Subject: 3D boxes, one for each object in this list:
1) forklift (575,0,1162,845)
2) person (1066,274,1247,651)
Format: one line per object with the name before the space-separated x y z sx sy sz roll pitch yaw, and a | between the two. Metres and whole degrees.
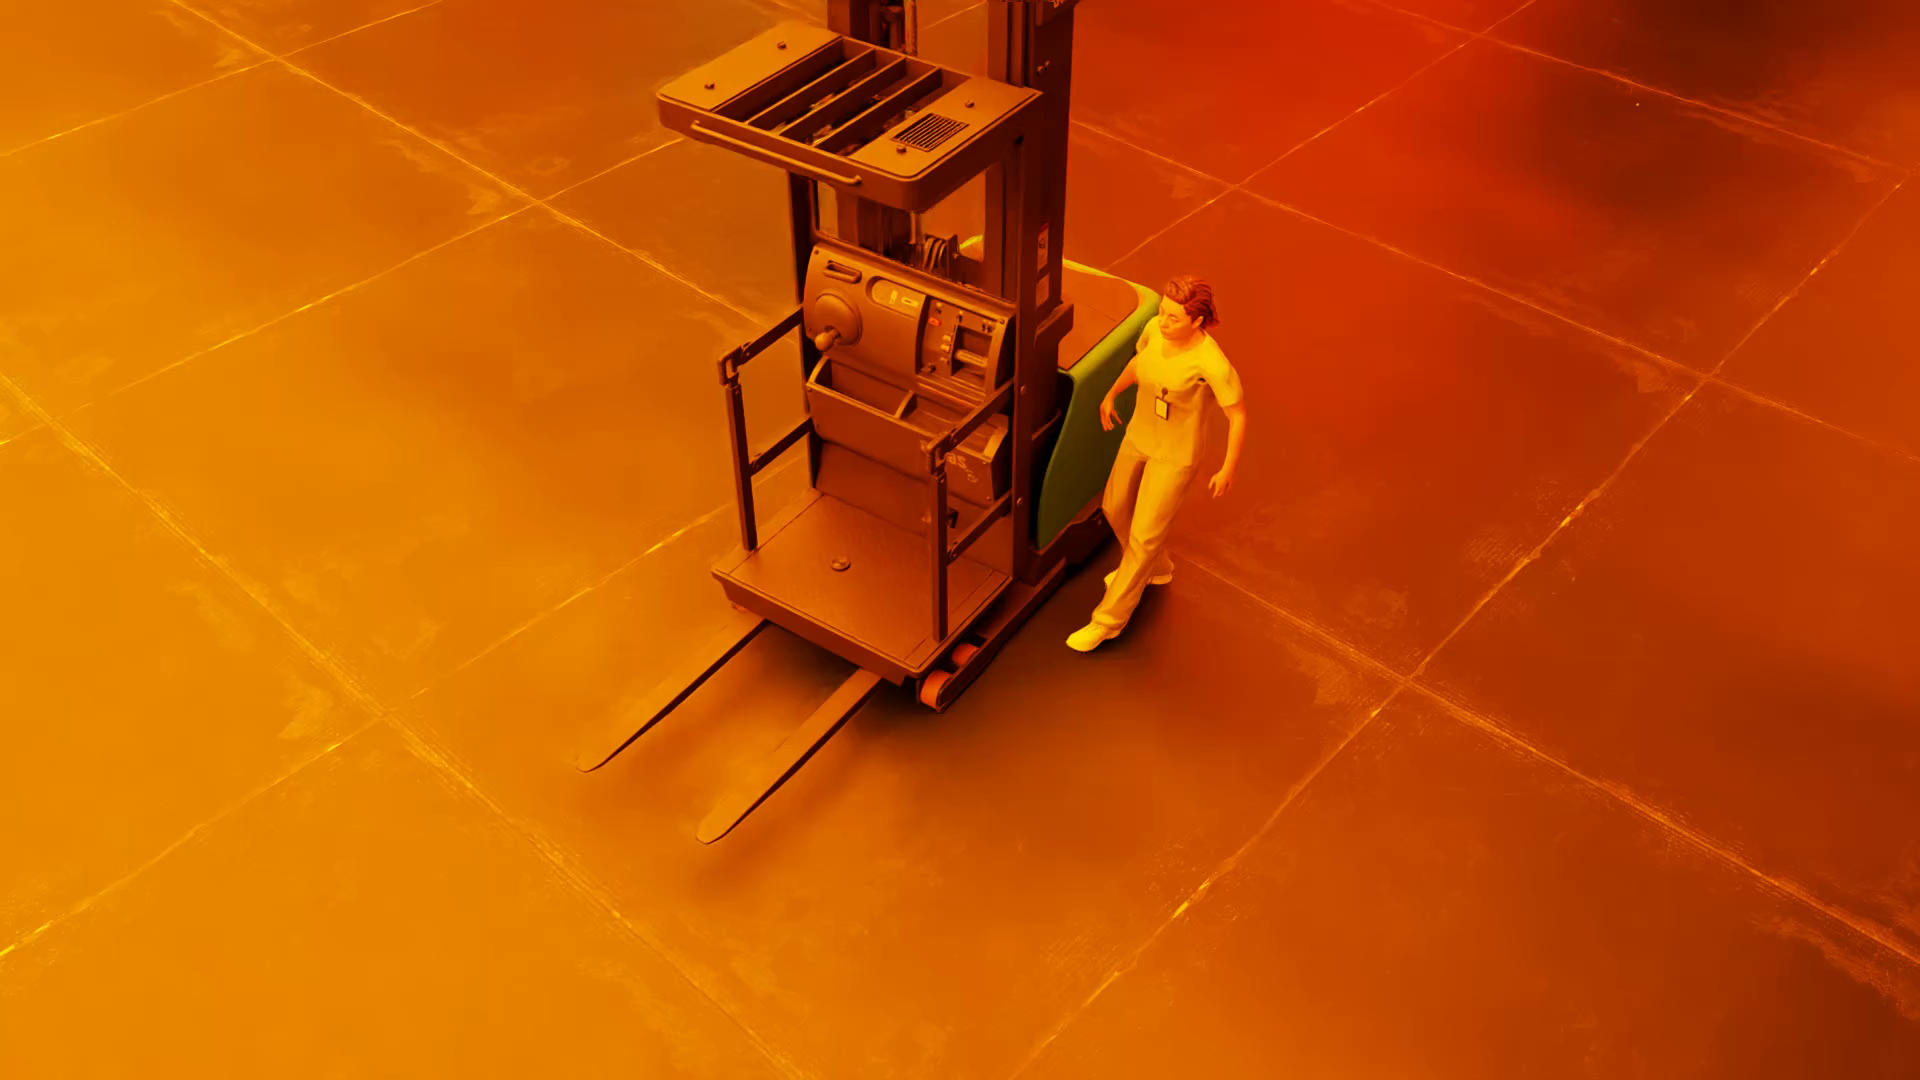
forklift | -0.338 -0.771 6.327 1.130 2.935 3.031 24 46 25
person | 0.674 -0.320 6.746 0.735 1.628 0.679 -25 47 -27
